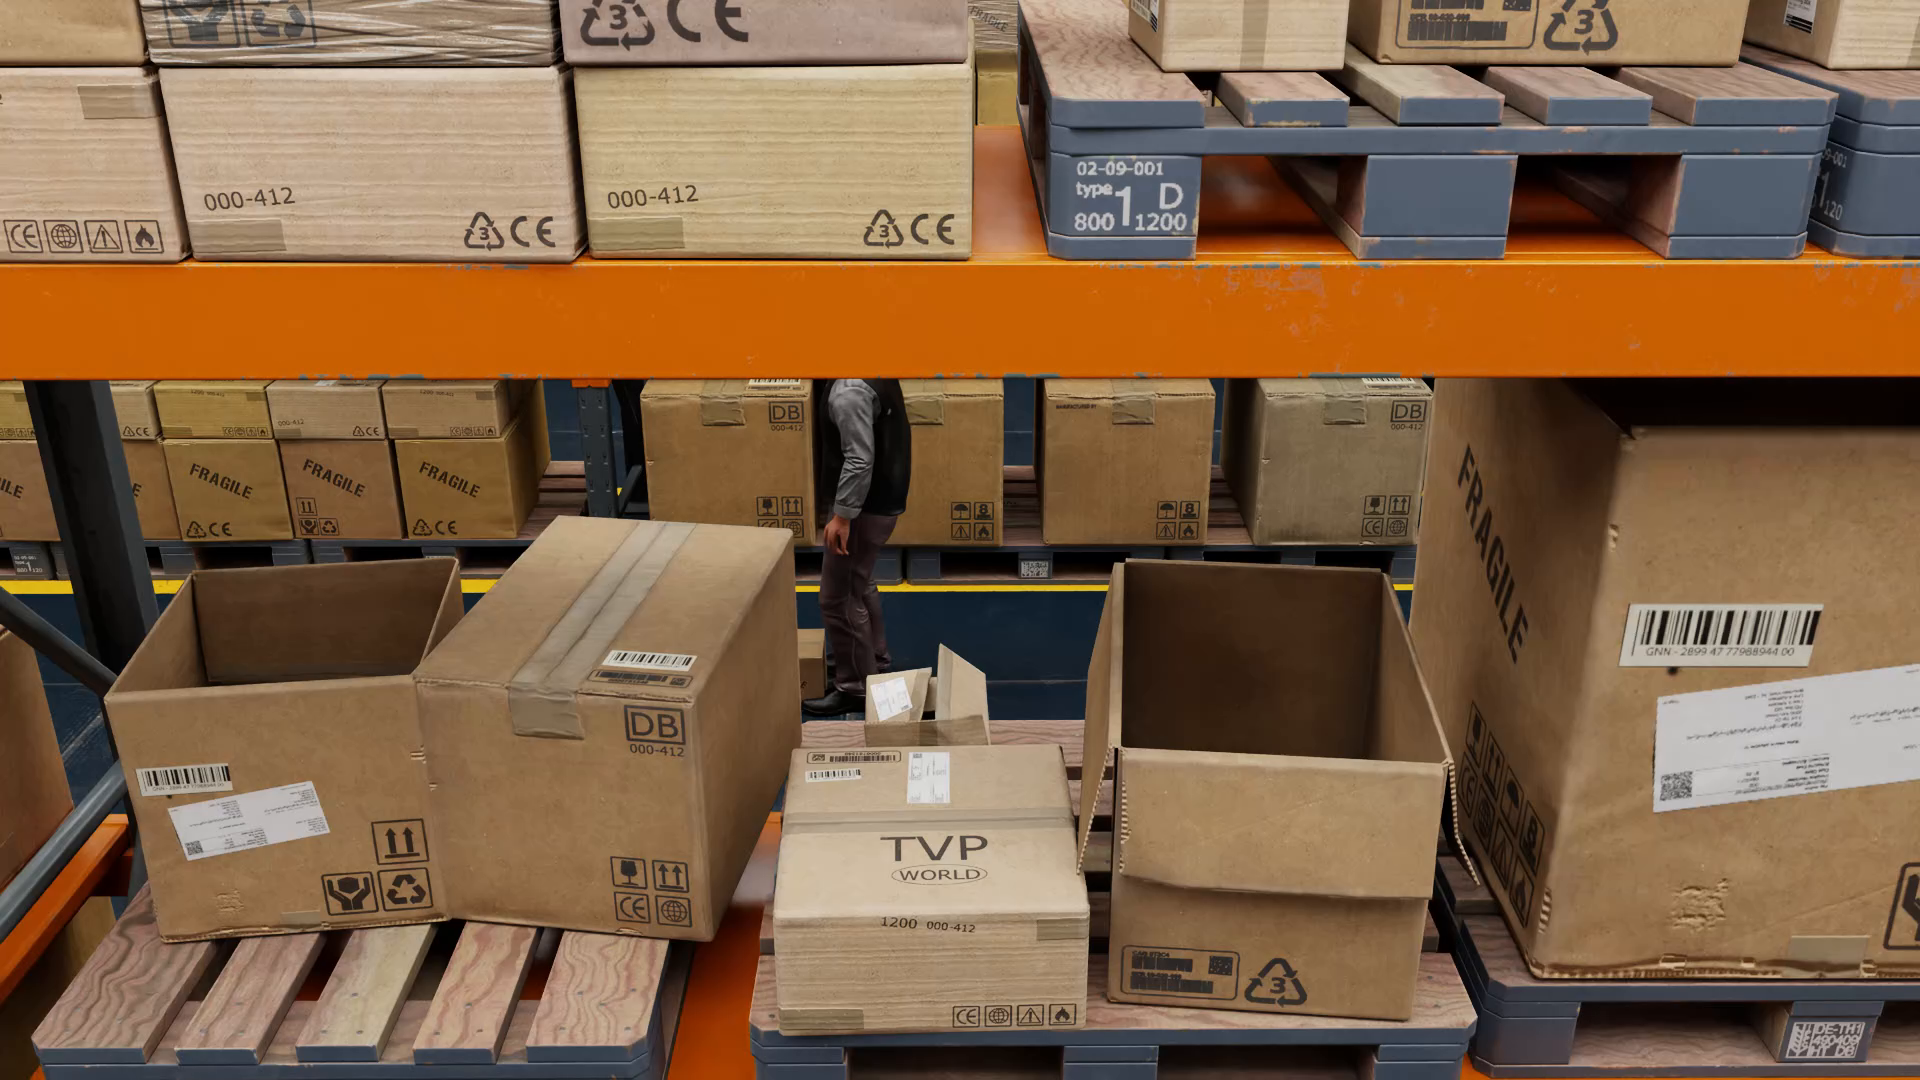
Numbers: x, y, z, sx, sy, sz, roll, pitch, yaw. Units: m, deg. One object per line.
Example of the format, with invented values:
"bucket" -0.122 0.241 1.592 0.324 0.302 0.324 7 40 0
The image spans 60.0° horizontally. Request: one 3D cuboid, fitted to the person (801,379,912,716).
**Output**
"person" -0.414 -0.149 6.467 0.461 1.721 0.580 0 24 0
